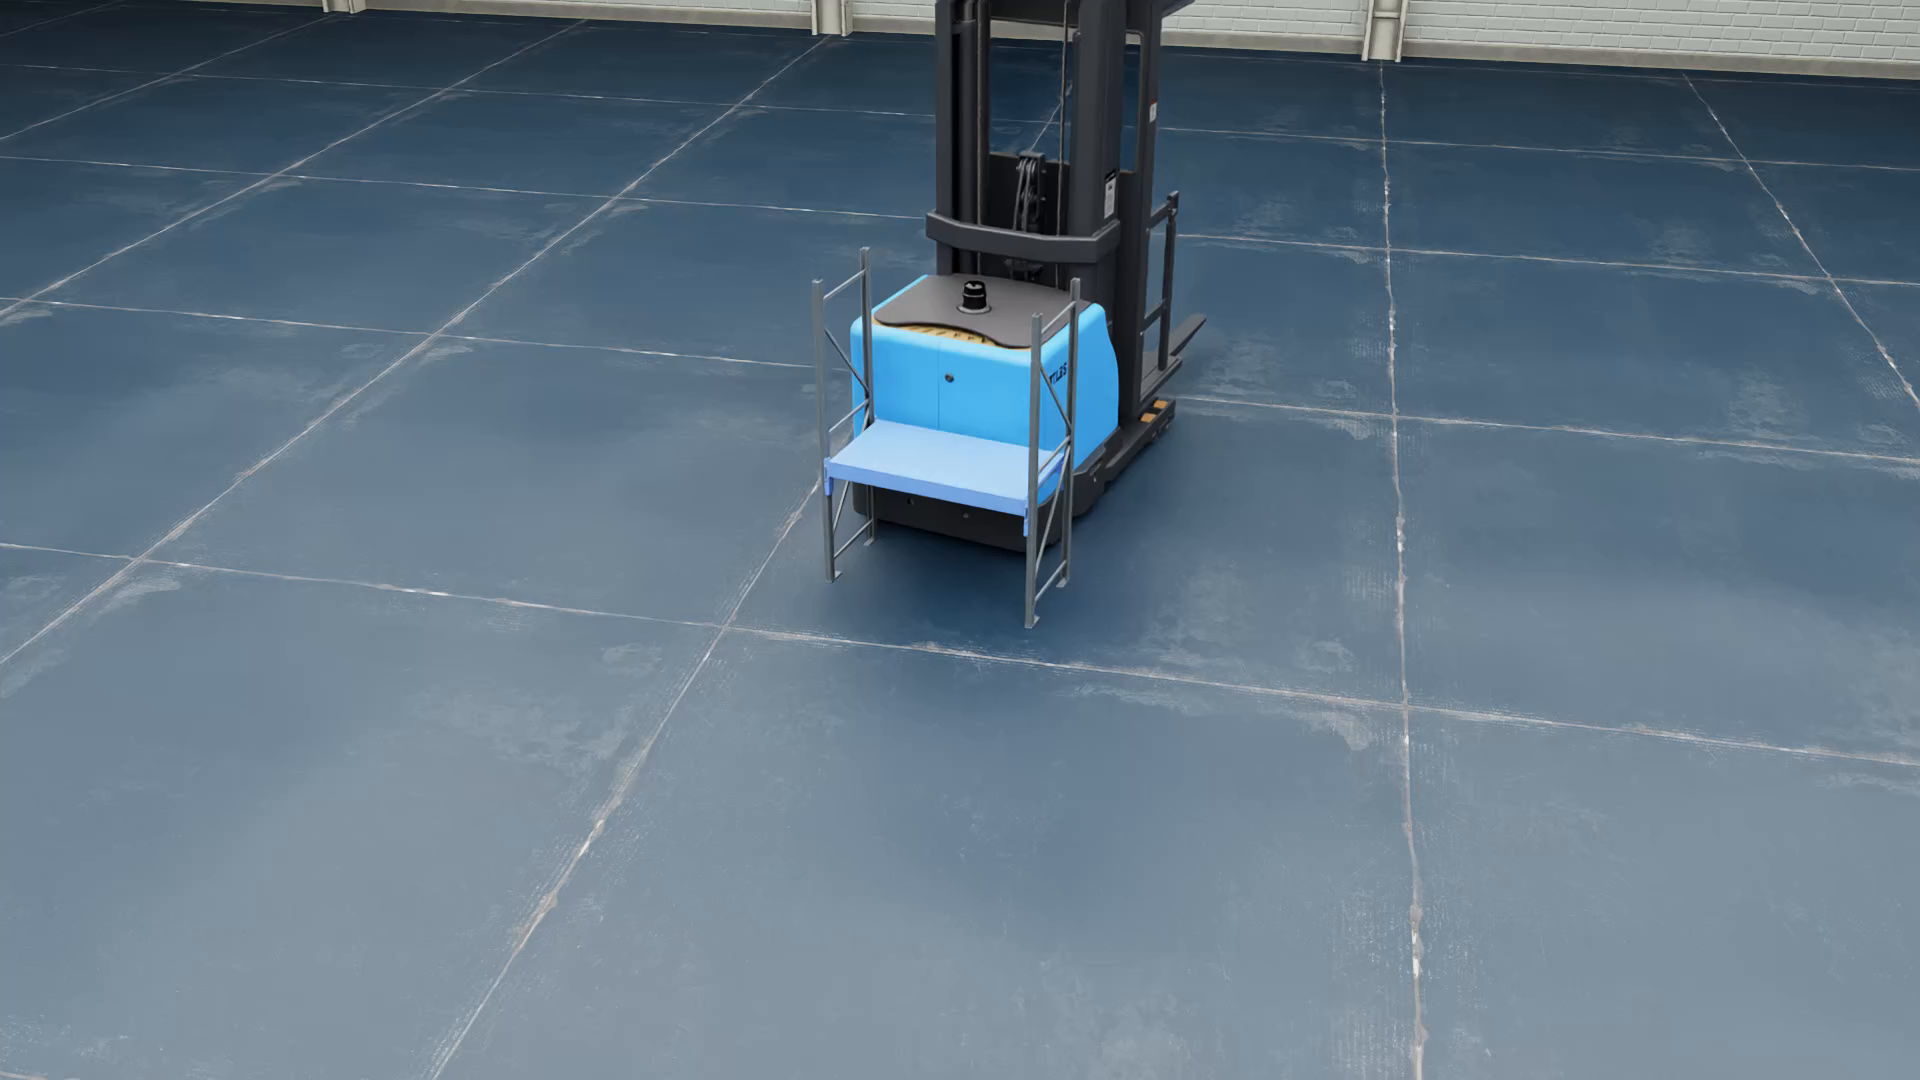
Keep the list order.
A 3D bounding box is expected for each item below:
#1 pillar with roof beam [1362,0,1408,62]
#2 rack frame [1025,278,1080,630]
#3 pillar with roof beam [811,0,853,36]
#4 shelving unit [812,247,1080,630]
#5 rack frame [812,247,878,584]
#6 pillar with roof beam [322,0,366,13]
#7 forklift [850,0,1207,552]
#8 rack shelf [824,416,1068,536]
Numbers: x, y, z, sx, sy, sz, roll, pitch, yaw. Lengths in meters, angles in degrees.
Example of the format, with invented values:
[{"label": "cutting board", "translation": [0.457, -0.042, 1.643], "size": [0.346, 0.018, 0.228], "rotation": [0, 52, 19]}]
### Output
[{"label": "pillar with roof beam", "translation": [3.543, -7.014, 11.690], "size": [0.400, 9.000, 9.100], "rotation": [6, 29, 11]}, {"label": "rack frame", "translation": [0.407, -0.365, 7.354], "size": [0.032, 1.500, 0.500], "rotation": [12, 31, 21]}, {"label": "pillar with roof beam", "translation": [-2.325, -7.615, 12.789], "size": [0.400, 9.000, 9.100], "rotation": [6, 29, 11]}, {"label": "shelving unit", "translation": [-0.058, -0.463, 7.534], "size": [1.048, 1.500, 0.538], "rotation": [12, 31, 21]}, {"label": "rack frame", "translation": [-0.523, -0.562, 7.714], "size": [0.032, 1.500, 0.500], "rotation": [12, 31, 21]}, {"label": "pillar with roof beam", "translation": [-8.193, -8.217, 13.888], "size": [0.400, 9.000, 9.100], "rotation": [6, 29, 11]}, {"label": "forklift", "translation": [0.564, -1.909, 8.684], "size": [1.130, 2.935, 3.031], "rotation": [13, 31, 23]}, {"label": "rack shelf", "translation": [-0.058, -0.306, 7.621], "size": [1.000, 0.185, 0.538], "rotation": [12, 31, 21]}]
